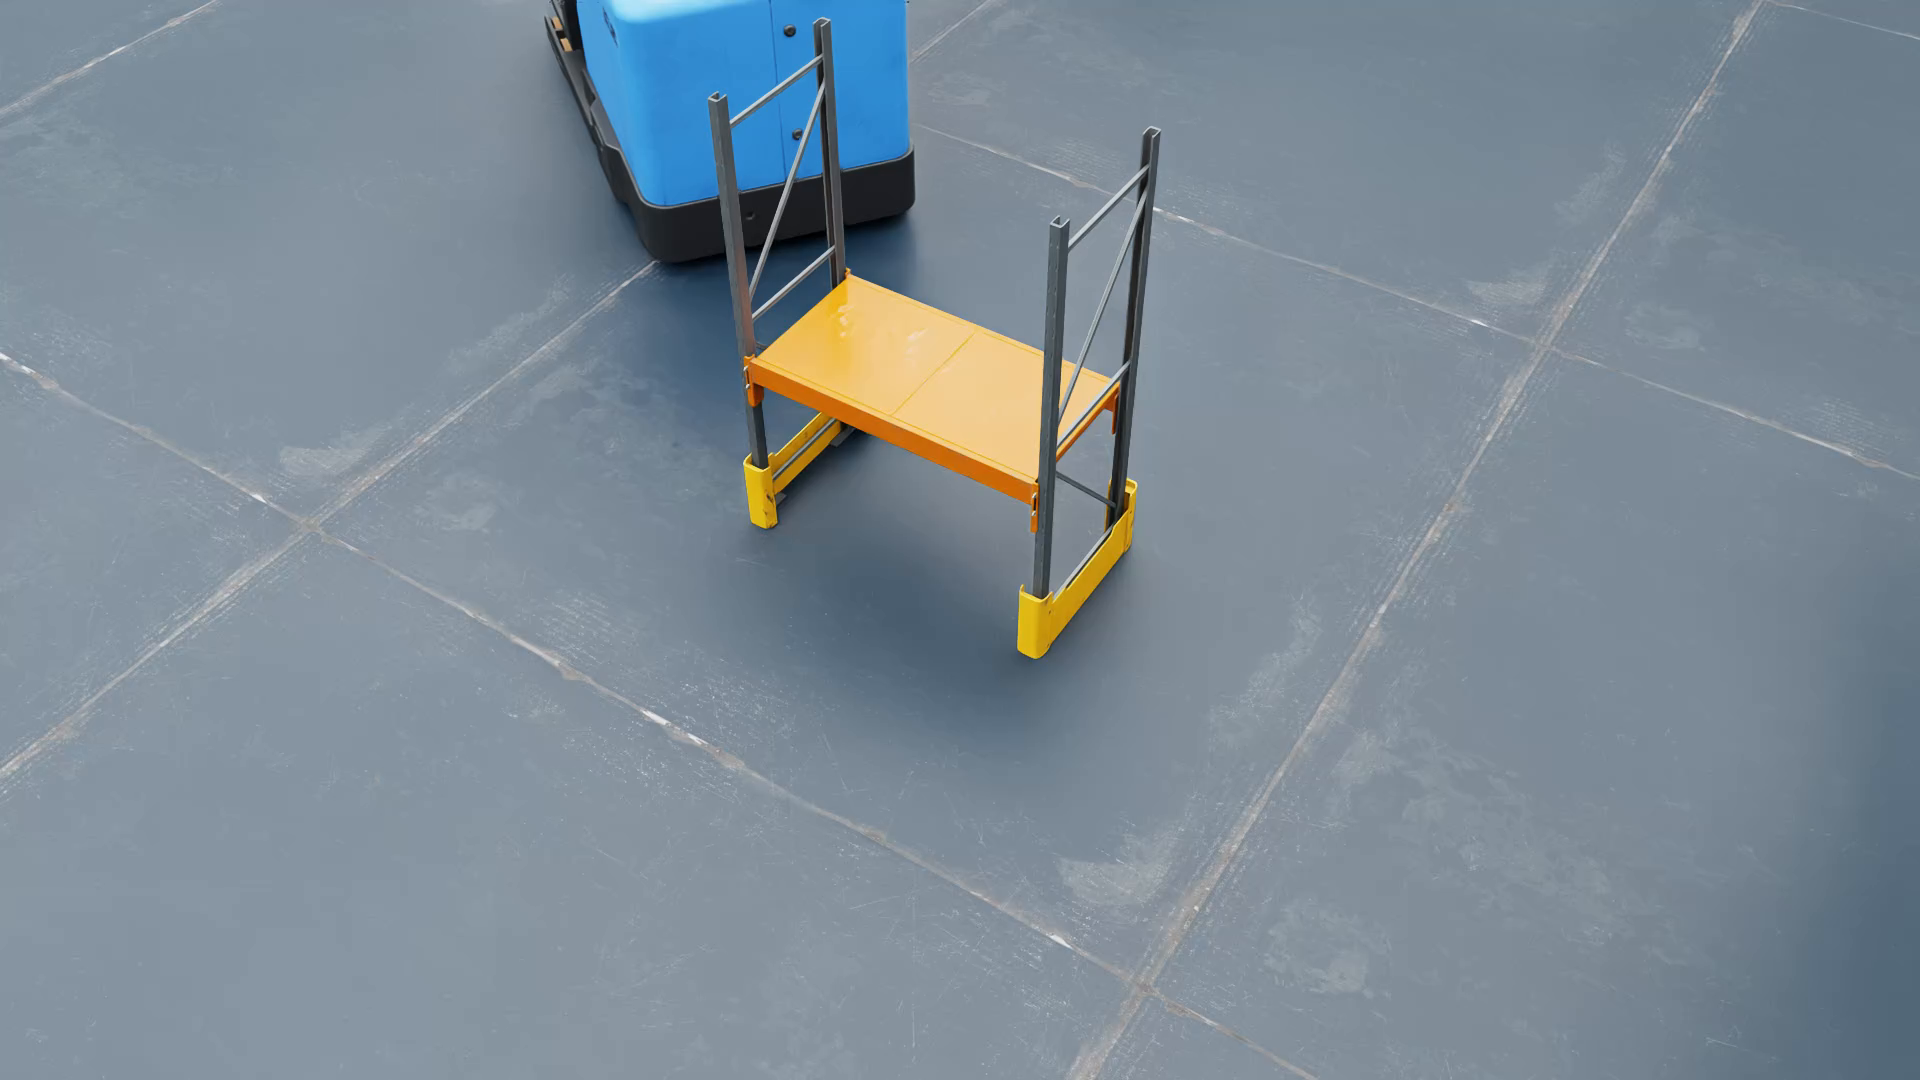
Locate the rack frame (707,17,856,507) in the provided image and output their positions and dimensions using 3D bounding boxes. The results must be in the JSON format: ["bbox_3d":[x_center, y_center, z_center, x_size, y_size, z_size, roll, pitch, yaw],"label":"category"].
[{"bbox_3d":[-0.500,-0.753,4.935,0.032,1.500,0.500,25,51,22],"label":"rack frame"}]

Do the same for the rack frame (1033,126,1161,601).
[{"bbox_3d":[0.356,-0.359,4.553,0.032,1.500,0.500,25,51,22],"label":"rack frame"}]

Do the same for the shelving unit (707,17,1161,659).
[{"bbox_3d":[-0.064,-0.552,4.741,1.083,1.500,0.587,25,51,22],"label":"shelving unit"}]

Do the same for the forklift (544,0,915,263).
[{"bbox_3d":[-1.173,-3.122,6.240,1.130,2.935,3.031,-15,48,-14],"label":"forklift"}]

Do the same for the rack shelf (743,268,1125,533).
[{"bbox_3d":[-0.072,-0.430,4.873,1.000,0.185,0.538,25,51,22],"label":"rack shelf"}]

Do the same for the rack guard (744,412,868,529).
[{"bbox_3d":[-0.483,-0.309,5.376,0.087,0.250,0.587,25,51,22],"label":"rack guard"}]

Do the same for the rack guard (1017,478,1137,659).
[{"bbox_3d":[0.355,0.076,5.002,0.087,0.250,0.587,25,51,22],"label":"rack guard"}]
